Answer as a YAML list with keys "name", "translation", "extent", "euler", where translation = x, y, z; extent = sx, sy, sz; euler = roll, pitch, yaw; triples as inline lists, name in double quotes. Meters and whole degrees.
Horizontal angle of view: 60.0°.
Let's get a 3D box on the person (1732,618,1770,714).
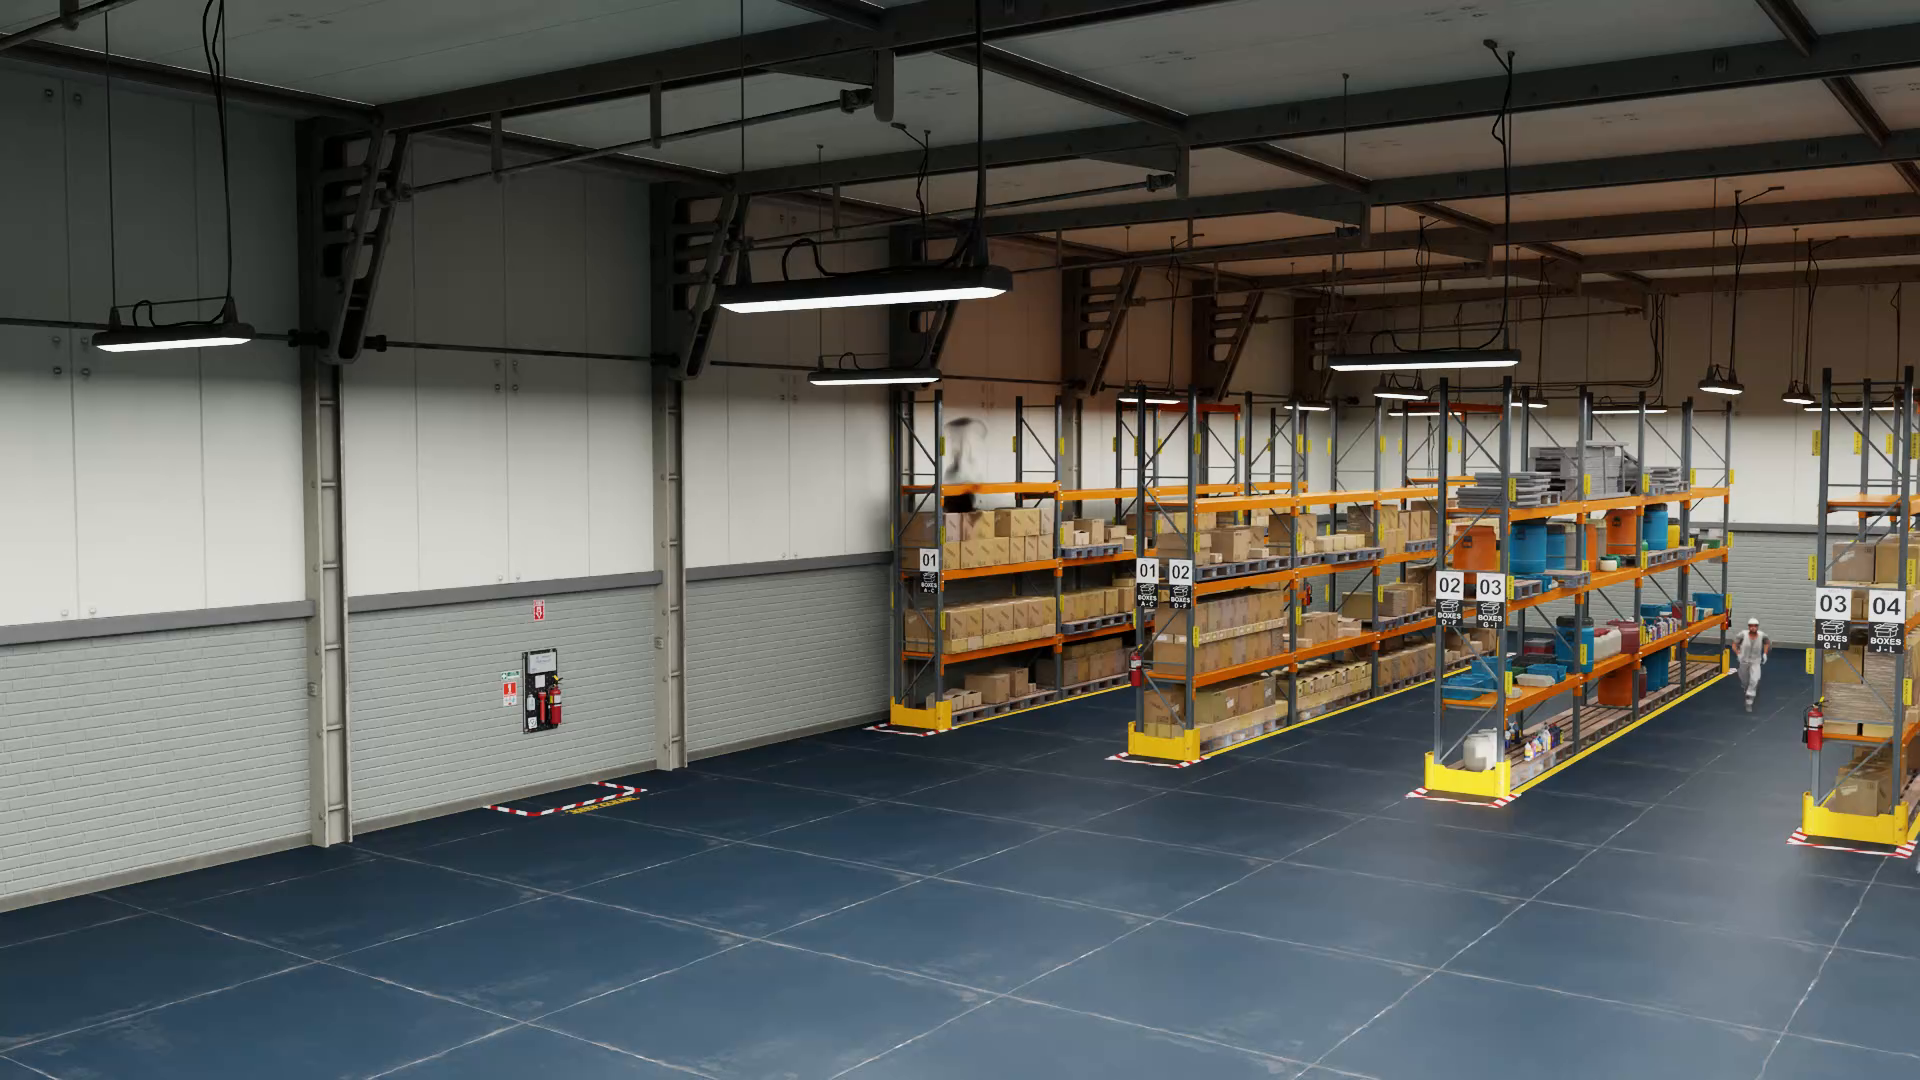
- name: "person"
  translation: [15.027, 2.351, 31.619]
  extent: [0.659, 1.771, 1.112]
  euler: [1, 4, 25]
